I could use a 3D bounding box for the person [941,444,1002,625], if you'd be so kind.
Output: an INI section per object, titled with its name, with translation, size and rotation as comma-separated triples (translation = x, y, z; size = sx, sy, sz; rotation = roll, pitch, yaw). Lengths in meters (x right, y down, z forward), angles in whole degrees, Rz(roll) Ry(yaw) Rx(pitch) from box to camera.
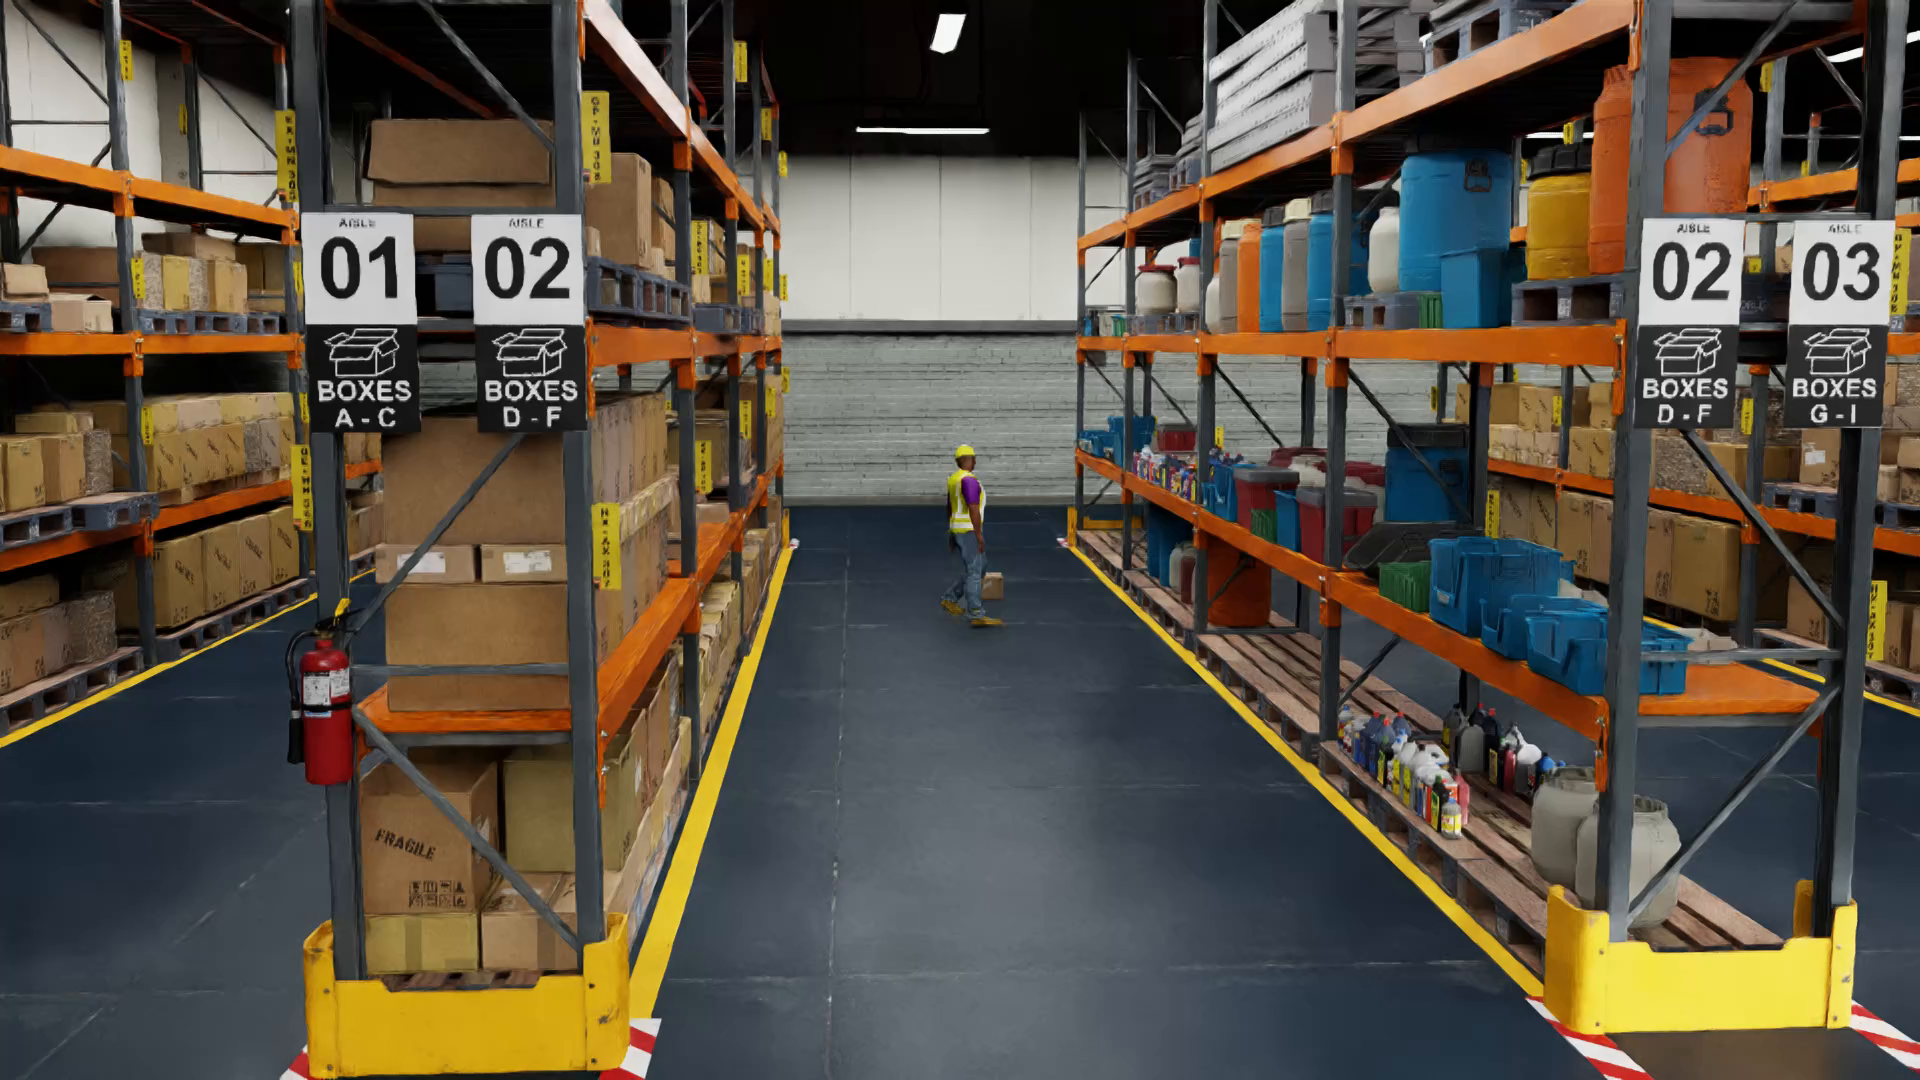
[person]
translation = 0.103, -0.061, 16.233
size = 0.523, 1.733, 0.684
rotation = -1, 7, -10
